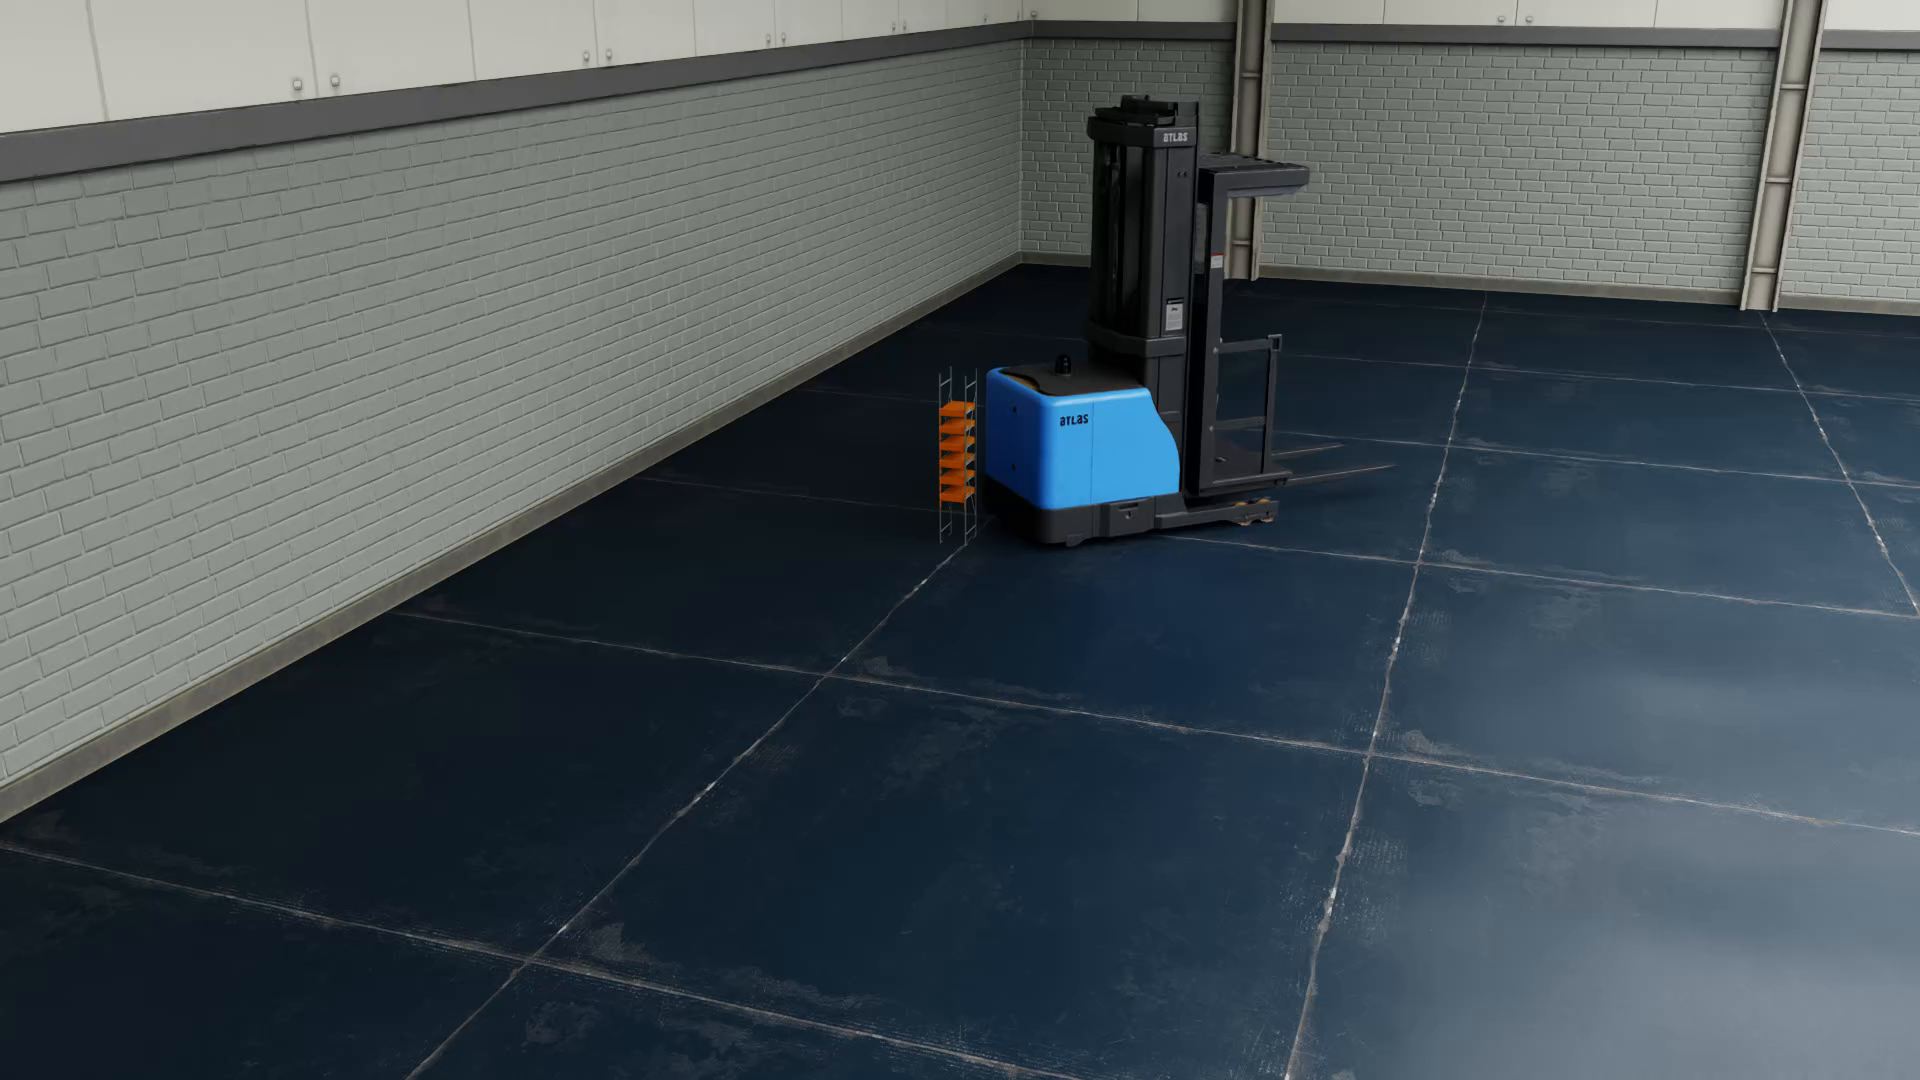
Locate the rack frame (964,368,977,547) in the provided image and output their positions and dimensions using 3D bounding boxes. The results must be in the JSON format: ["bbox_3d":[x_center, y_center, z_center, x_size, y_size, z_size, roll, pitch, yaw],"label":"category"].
[{"bbox_3d":[0.073,-0.558,11.355,0.006,1.200,0.240,7,20,18],"label":"rack frame"}]

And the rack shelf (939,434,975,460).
[{"bbox_3d":[-0.014,-0.639,11.358,0.180,0.103,0.258,7,20,18],"label":"rack shelf"}]

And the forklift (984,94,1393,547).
[{"bbox_3d":[1.737,-1.635,11.815,3.031,2.935,1.130,-8,21,-22],"label":"forklift"}]

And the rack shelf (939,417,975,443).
[{"bbox_3d":[-0.014,-0.753,11.319,0.180,0.103,0.258,7,20,18],"label":"rack shelf"}]

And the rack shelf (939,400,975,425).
[{"bbox_3d":[-0.014,-0.866,11.279,0.180,0.103,0.258,7,20,18],"label":"rack shelf"}]

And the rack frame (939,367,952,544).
[{"bbox_3d":[-0.100,-0.578,11.412,0.006,1.200,0.240,7,20,18],"label":"rack frame"}]

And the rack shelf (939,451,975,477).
[{"bbox_3d":[-0.014,-0.526,11.398,0.180,0.103,0.258,7,20,18],"label":"rack shelf"}]

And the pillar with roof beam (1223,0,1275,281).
[{"bbox_3d":[2.162,-6.244,15.819,0.400,9.000,9.100,7,20,18],"label":"pillar with roof beam"}]

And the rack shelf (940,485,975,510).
[{"bbox_3d":[-0.014,-0.300,11.477,0.180,0.103,0.258,7,20,18],"label":"rack shelf"}]

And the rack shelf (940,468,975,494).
[{"bbox_3d":[-0.014,-0.413,11.437,0.180,0.103,0.258,7,20,18],"label":"rack shelf"}]

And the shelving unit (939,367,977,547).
[{"bbox_3d":[-0.014,-0.568,11.383,0.189,1.200,0.258,7,20,18],"label":"shelving unit"}]

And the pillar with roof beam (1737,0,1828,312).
[{"bbox_3d":[7.830,-5.596,13.959,0.400,9.000,9.100,7,20,18],"label":"pillar with roof beam"}]
